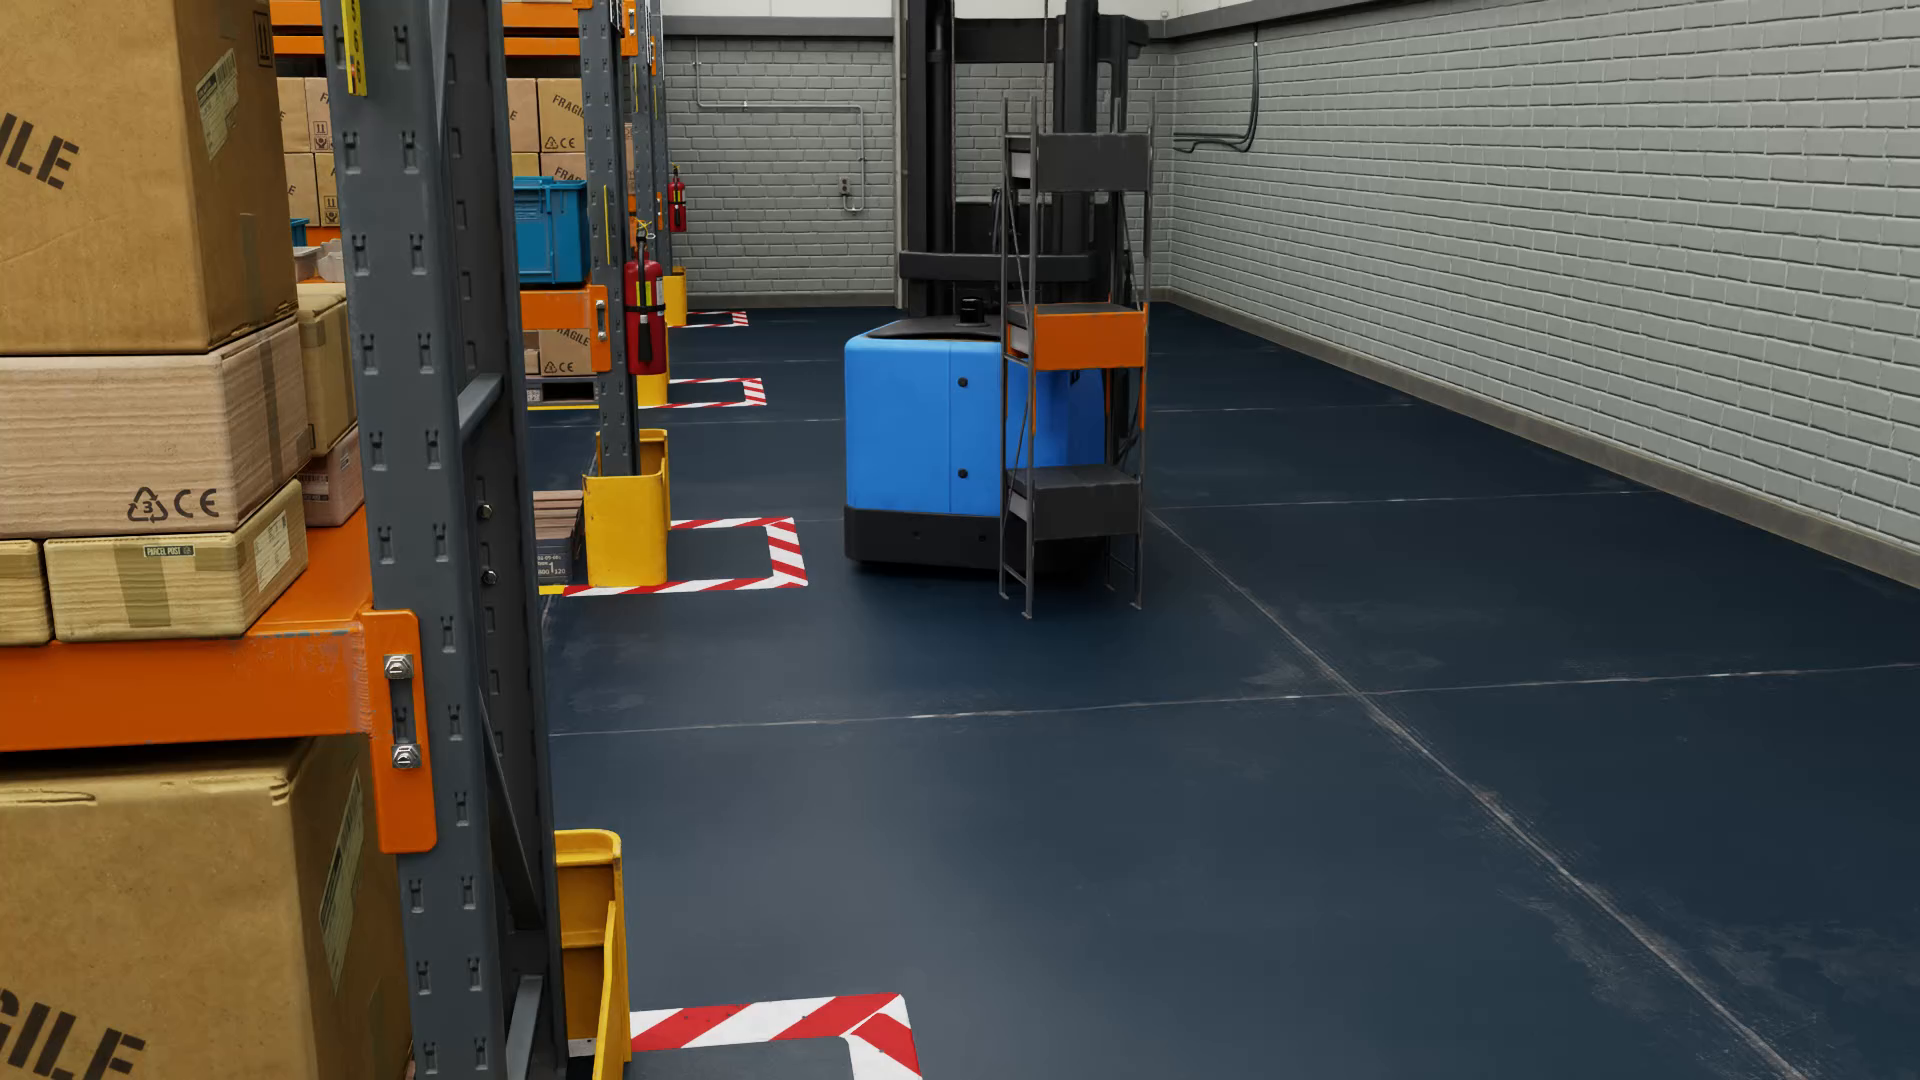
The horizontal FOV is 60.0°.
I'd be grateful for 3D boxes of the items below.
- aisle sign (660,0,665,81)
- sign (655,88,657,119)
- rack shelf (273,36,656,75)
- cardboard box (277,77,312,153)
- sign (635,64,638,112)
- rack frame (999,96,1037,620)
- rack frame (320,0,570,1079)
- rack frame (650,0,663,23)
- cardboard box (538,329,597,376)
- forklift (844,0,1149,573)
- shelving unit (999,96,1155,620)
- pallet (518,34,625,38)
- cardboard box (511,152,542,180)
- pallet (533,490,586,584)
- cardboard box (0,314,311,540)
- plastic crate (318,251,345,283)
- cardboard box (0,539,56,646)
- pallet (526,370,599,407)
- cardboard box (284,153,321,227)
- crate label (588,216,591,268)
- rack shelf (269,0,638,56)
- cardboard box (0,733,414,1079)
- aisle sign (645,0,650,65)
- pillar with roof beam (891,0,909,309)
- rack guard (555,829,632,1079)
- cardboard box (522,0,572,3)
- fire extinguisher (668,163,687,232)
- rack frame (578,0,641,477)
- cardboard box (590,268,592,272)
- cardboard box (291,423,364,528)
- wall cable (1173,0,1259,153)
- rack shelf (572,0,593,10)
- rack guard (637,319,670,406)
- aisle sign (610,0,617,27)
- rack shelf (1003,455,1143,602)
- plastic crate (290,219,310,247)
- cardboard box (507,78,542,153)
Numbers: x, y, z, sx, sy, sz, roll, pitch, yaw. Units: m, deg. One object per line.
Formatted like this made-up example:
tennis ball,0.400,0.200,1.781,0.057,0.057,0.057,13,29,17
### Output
aisle sign,-2.948,-4.957,16.477,0.004,0.787,0.394,-2,14,-8
sign,-2.997,-4.311,16.379,0.005,0.325,0.100,-2,14,-8
rack shelf,-5.041,-4.799,16.504,4.000,0.370,1.077,-2,14,-8
cardboard box,-4.751,-2.949,11.555,0.500,0.500,0.500,-3,14,-10
sign,-2.259,-3.155,11.606,0.005,0.325,0.100,-2,14,-8
rack frame,0.235,-0.733,6.827,0.015,2.100,0.400,-4,15,-16
rack frame,-0.850,-0.191,2.818,0.127,3.000,1.000,-2,14,-8
rack frame,-3.064,-6.676,16.341,0.127,3.000,1.000,-2,14,-8
cardboard box,-2.823,-1.496,12.256,0.500,0.500,0.500,-2,14,-8
forklift,0.338,-1.589,8.532,1.130,2.935,3.031,4,15,14
shelving unit,0.469,-0.749,6.893,0.503,2.100,0.431,-4,15,-16
pallet,-3.796,-5.148,16.600,1.213,0.211,1.003,-2,14,-8
cardboard box,-3.237,-2.521,11.904,0.500,0.500,0.500,-2,14,-8
pallet,-2.409,-0.010,7.826,1.213,0.211,1.003,-2,14,-8
cardboard box,-1.290,-0.181,2.476,0.500,0.250,0.500,-2,14,-9
plastic crate,-2.656,-1.204,7.274,0.243,0.136,0.396,-2,14,-8
cardboard box,-1.410,0.033,2.442,0.250,0.149,0.380,-2,14,-8
pallet,-3.185,-1.190,12.532,1.213,0.211,1.003,-2,14,-8
cardboard box,-4.732,-2.468,11.689,0.500,0.500,0.500,-2,14,-9
crate label,-1.881,-1.401,7.862,0.303,0.233,0.416,-2,14,-8
rack shelf,-4.300,-3.608,11.754,4.000,0.370,1.077,-2,14,-8
cardboard box,-1.471,0.678,2.856,0.875,0.875,0.875,-2,14,-8
aisle sign,-2.209,-3.764,11.720,0.004,0.787,0.394,-2,14,-8
pillar with roof beam,0.119,-5.946,13.432,0.400,9.000,9.100,-2,14,-8
rack guard,-0.826,1.020,3.126,0.348,0.500,1.175,-2,14,-8
cardboard box,-2.791,-3.874,11.646,0.500,0.250,0.500,-2,14,-8
fire extinguisher,-2.846,-3.442,16.705,0.183,0.674,0.296,-2,14,-8
rack frame,-1.588,-1.383,7.569,0.127,3.000,1.000,-2,14,-8
cardboard box,-3.741,-2.707,17.127,0.500,0.500,0.700,-2,14,-8
cardboard box,-1.250,-0.136,3.114,0.250,0.149,0.380,-2,14,-8
wall cable,2.582,-5.288,17.193,0.112,2.526,3.097,-2,14,-8
rack shelf,-3.565,-2.416,7.002,4.000,0.370,1.077,-2,14,-8
rack guard,-2.397,-1.359,12.613,0.348,0.500,1.175,-2,14,-8
aisle sign,-1.473,-2.576,6.982,0.004,0.787,0.394,-2,14,-8
rack shelf,0.469,-0.057,7.067,0.480,0.518,0.431,-4,15,-16
plastic crate,-3.183,-1.353,7.672,0.300,0.233,0.416,-2,14,-8
cardboard box,-3.221,-3.007,11.784,0.500,0.500,0.500,-2,14,-7
